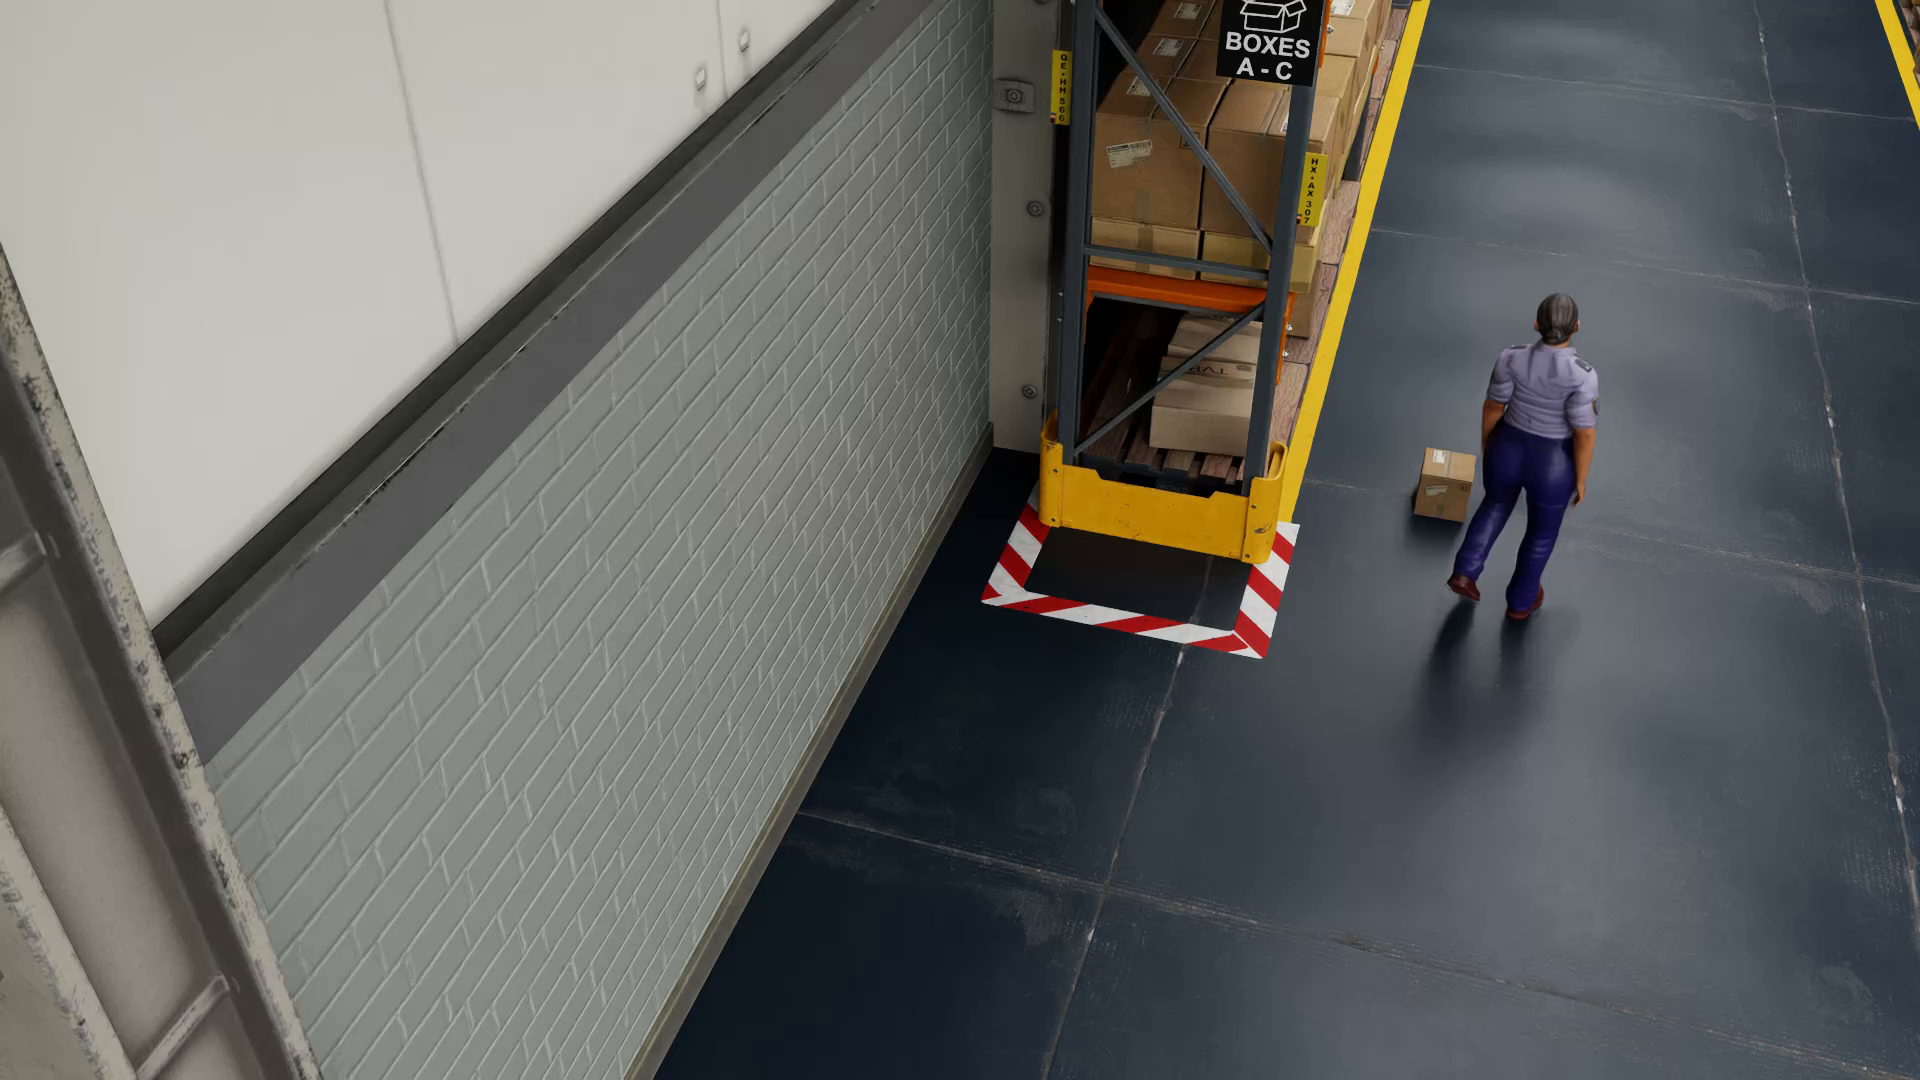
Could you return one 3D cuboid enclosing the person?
[{"bbox_3d":[2.532,-0.345,7.345,0.511,1.648,0.468,25,44,29],"label":"person"}]
